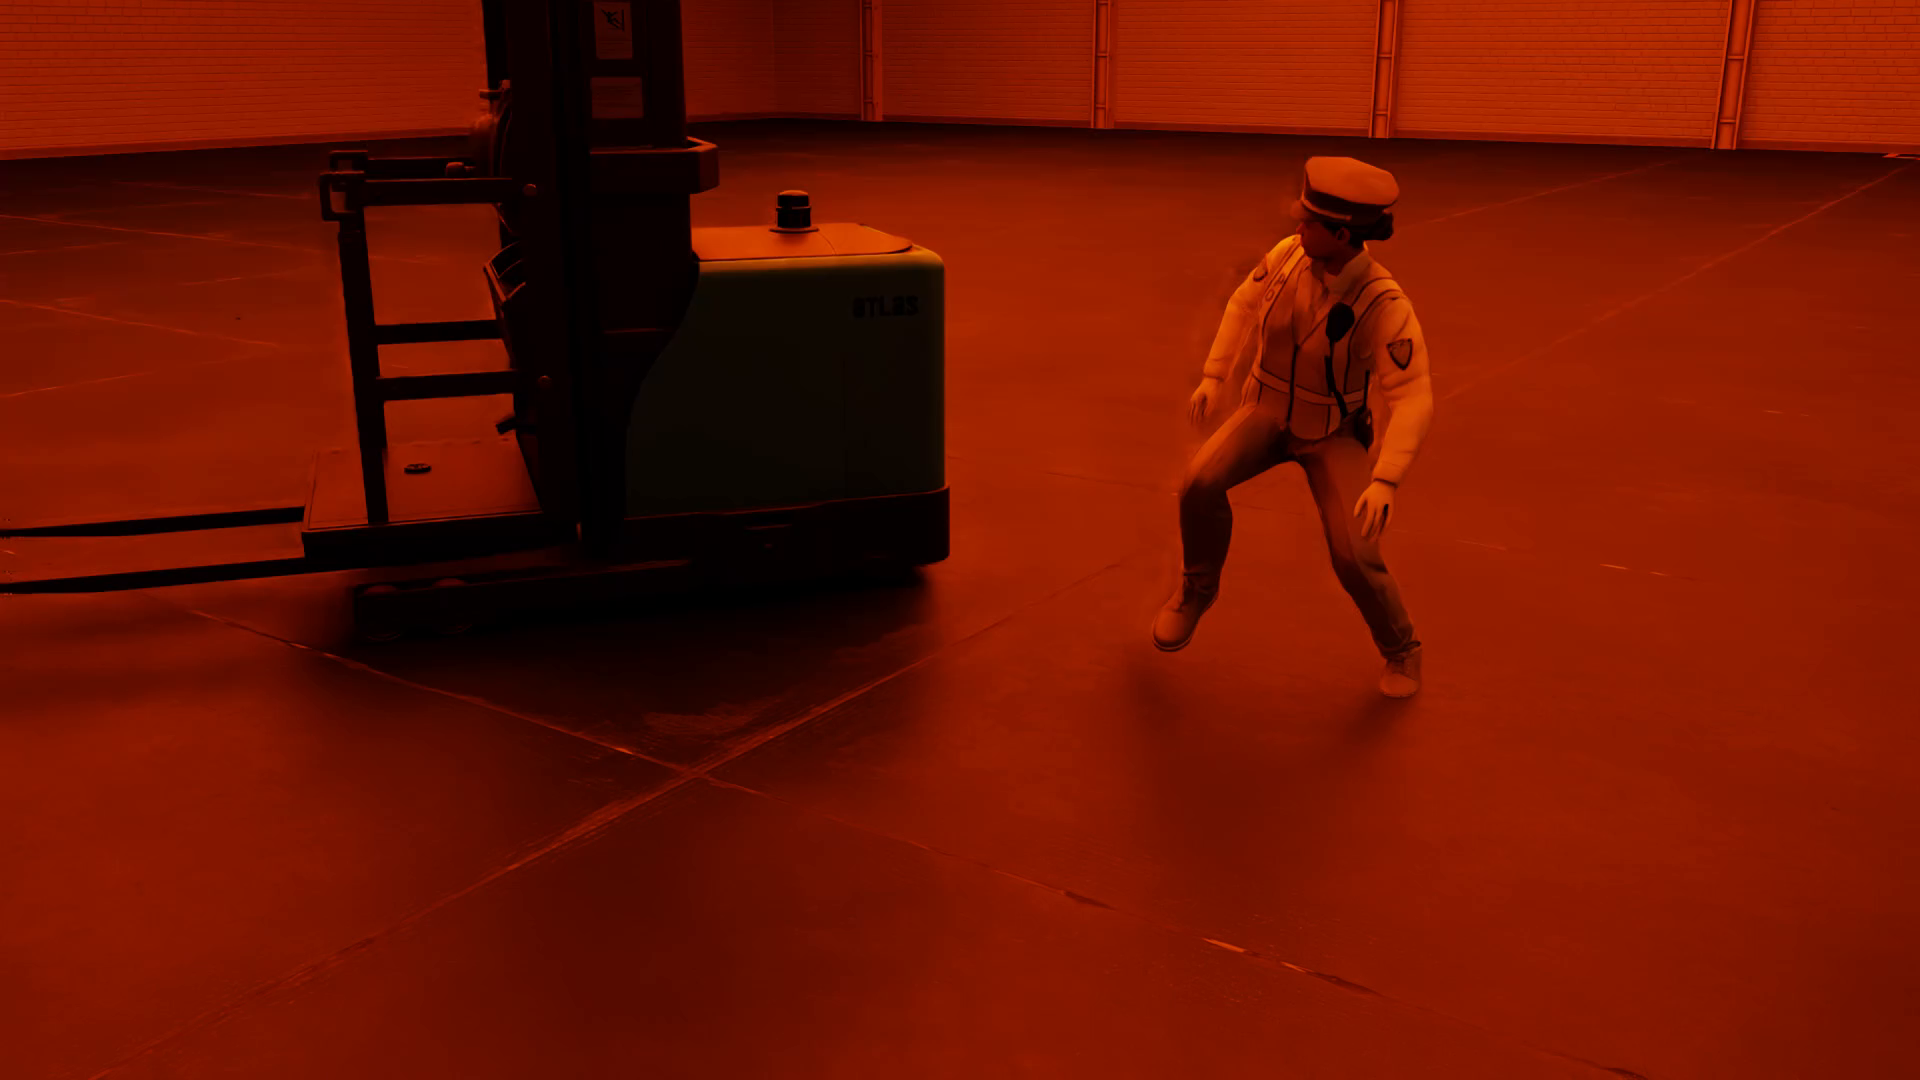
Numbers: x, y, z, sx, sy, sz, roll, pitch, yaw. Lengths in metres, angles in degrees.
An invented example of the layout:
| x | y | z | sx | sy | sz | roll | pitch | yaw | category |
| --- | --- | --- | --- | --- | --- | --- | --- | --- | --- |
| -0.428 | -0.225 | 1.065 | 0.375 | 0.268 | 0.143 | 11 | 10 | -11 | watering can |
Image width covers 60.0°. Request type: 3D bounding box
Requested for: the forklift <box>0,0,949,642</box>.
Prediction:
| x | y | z | sx | sy | sz | roll | pitch | yaw | category |
| --- | --- | --- | --- | --- | --- | --- | --- | --- | --- |
| -1.610 | -1.272 | 5.086 | 3.031 | 2.935 | 1.130 | -5 | 18 | -18 | forklift |

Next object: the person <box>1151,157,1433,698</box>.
| x | y | z | sx | sy | sz | roll | pitch | yaw | category |
| --- | --- | --- | --- | --- | --- | --- | --- | --- | --- |
| 0.935 | -0.300 | 4.529 | 0.744 | 1.456 | 0.624 | 9 | 19 | 28 | person |
